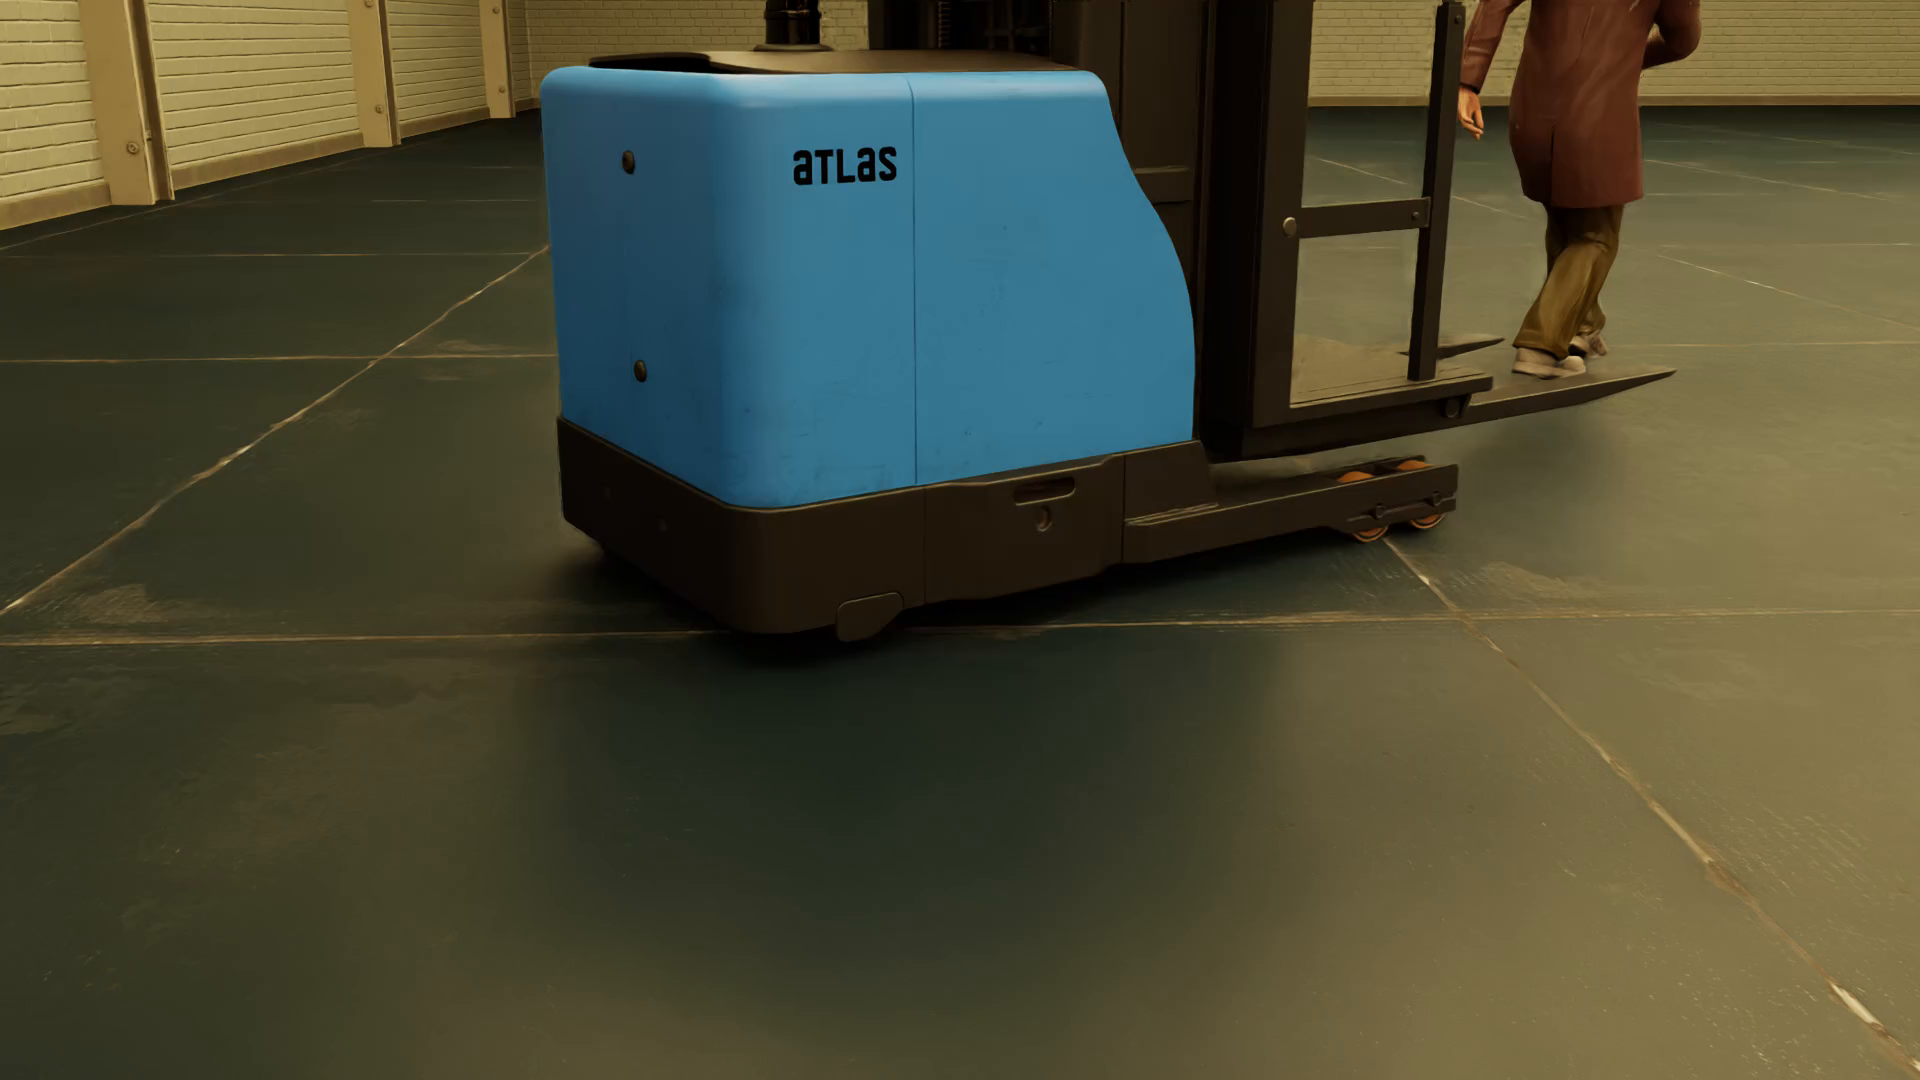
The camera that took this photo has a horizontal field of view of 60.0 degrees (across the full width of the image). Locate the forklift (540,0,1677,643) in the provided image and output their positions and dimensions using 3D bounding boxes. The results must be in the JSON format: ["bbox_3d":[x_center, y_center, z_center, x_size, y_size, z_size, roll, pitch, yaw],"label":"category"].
[{"bbox_3d":[0.597,-1.514,3.857,3.031,2.935,1.130,-11,20,-31],"label":"forklift"}]

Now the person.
[{"bbox_3d":[2.100,-1.394,5.645,0.628,1.758,0.966,13,21,36],"label":"person"}]
